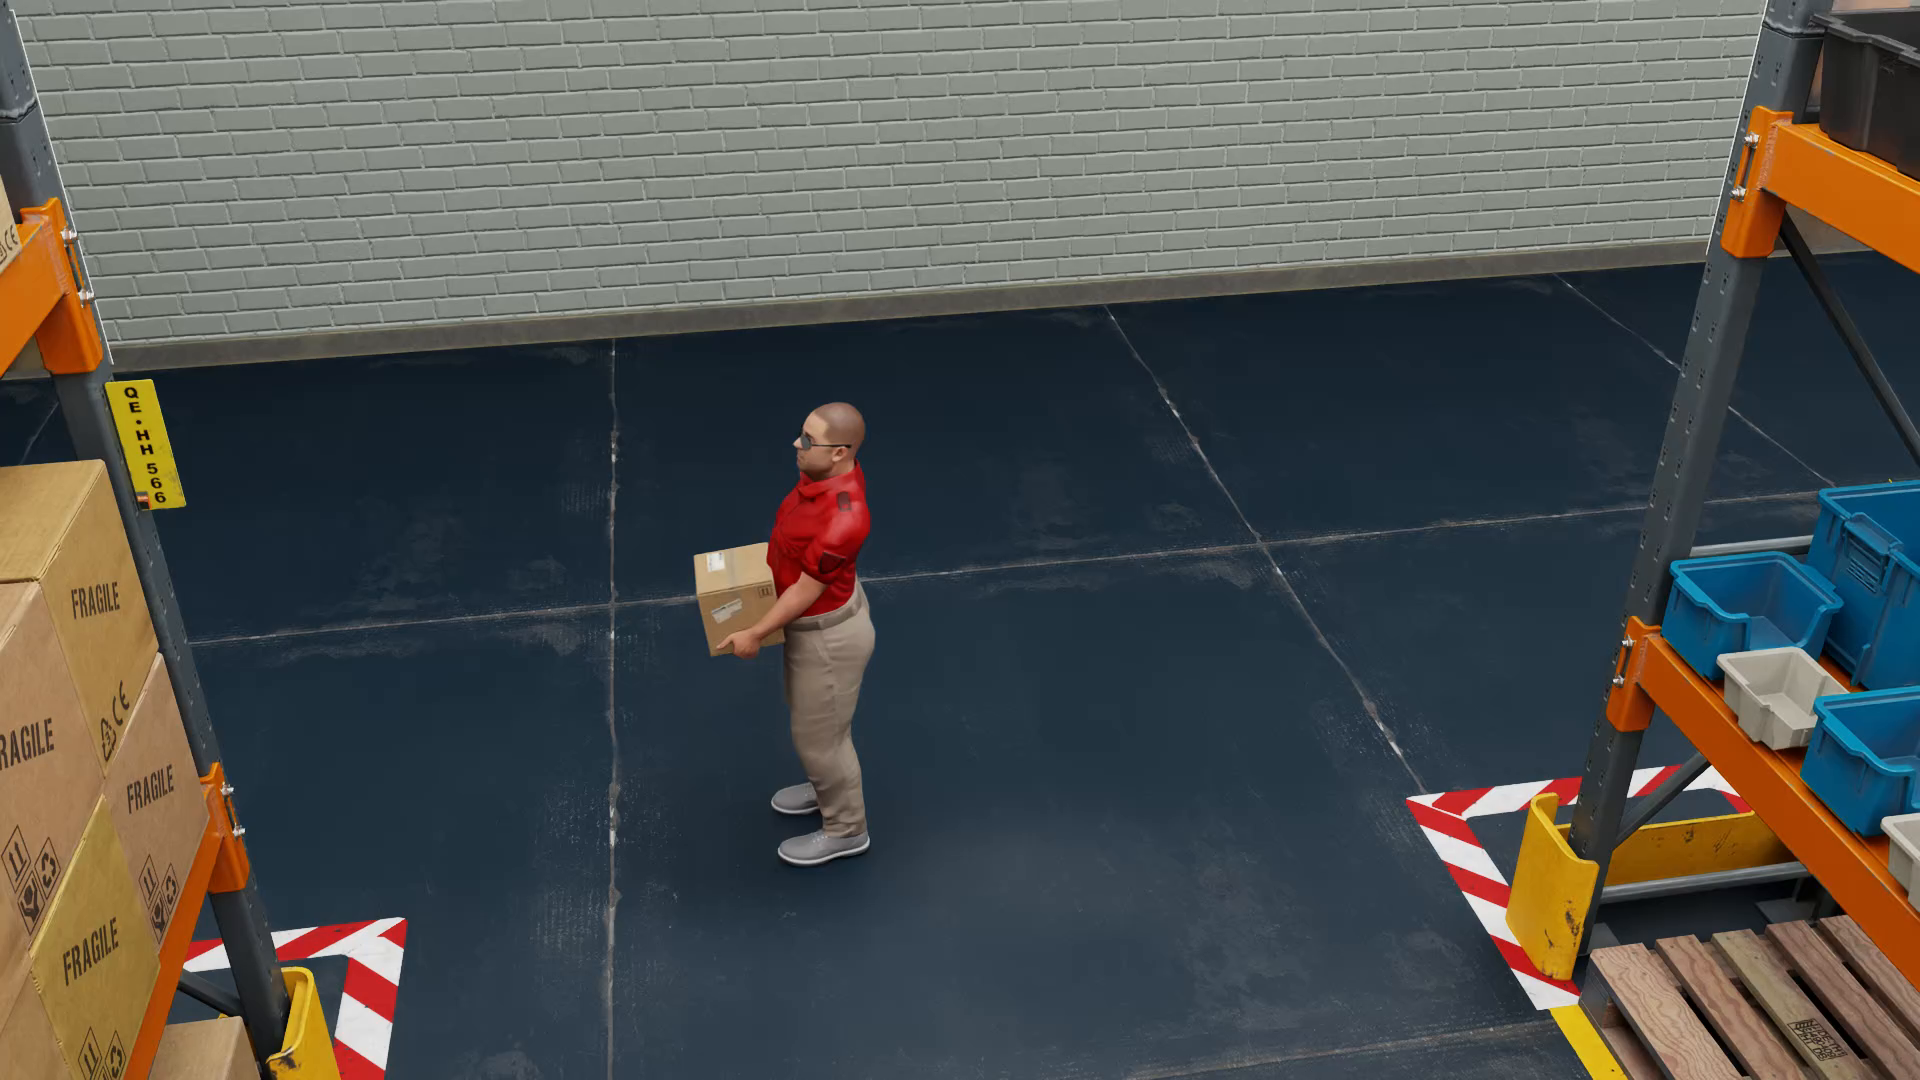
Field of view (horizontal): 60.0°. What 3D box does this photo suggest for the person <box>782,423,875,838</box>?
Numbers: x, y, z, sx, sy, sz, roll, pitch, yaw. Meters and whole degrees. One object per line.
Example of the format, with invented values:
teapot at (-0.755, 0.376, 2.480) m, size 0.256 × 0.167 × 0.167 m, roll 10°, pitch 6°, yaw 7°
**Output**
person at (-0.475, 0.310, 5.633) m, size 0.363 × 1.570 × 0.430 m, roll -5°, pitch 31°, yaw -9°
